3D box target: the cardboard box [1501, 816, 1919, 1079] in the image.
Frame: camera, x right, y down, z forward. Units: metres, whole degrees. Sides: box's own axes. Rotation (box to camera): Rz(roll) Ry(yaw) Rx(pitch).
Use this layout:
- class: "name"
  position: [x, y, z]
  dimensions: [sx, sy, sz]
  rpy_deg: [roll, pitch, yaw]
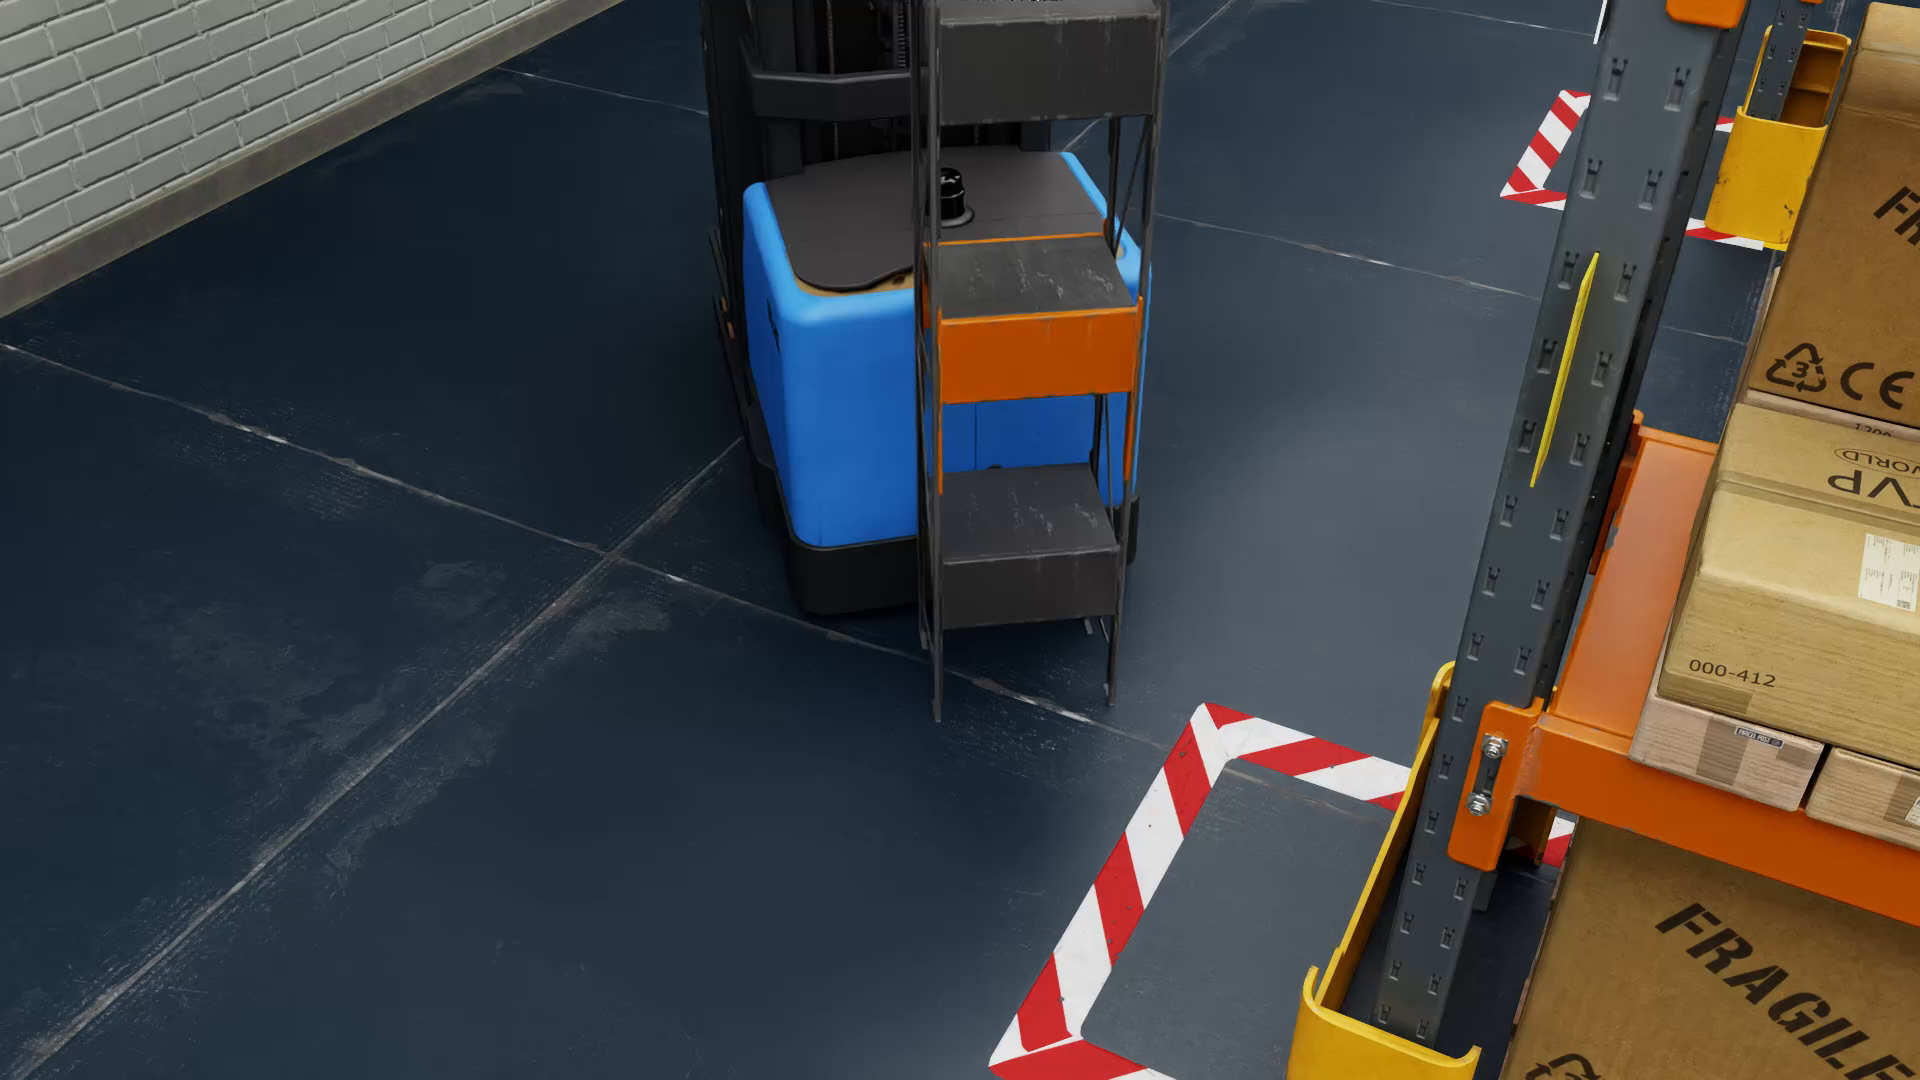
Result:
- class: "cardboard box"
  position: [1.697, 0.665, 3.303]
  dimensions: [0.875, 0.875, 0.875]
  rpy_deg: [17, 41, 21]

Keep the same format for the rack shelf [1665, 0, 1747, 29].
- class: "rack shelf"
  position: [2.868, -0.501, 1.544]
  dimensions: [4.000, 0.370, 1.077]
  rpy_deg: [17, 41, 21]

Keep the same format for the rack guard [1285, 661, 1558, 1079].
- class: "rack guard"
  position: [1.070, 0.840, 3.730]
  dimensions: [0.348, 0.500, 1.175]
  rpy_deg: [17, 41, 21]

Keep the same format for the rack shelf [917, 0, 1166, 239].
- class: "rack shelf"
  position: [0.160, -1.016, 3.716]
  dimensions: [0.480, 0.518, 0.431]
  rpy_deg: [-5, 37, -6]

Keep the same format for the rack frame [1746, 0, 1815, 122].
- class: "rack frame"
  position: [3.462, -2.784, 6.437]
  dimensions: [0.127, 3.000, 1.000]
  rpy_deg: [17, 41, 21]

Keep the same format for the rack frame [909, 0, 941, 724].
- class: "rack frame"
  position: [-0.084, -0.450, 4.104]
  dimensions: [0.015, 2.100, 0.400]
  rpy_deg: [-5, 37, -6]

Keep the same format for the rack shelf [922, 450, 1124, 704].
- class: "rack shelf"
  position: [0.156, 0.099, 4.562]
  dimensions: [0.480, 0.518, 0.431]
  rpy_deg: [-5, 37, -6]

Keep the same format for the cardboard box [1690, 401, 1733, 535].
- class: "cardboard box"
  position: [1.559, -0.127, 3.144]
  dimensions: [0.250, 0.149, 0.380]
  rpy_deg: [18, 41, 22]

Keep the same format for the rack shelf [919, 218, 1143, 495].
- class: "rack shelf"
  position: [0.158, -0.459, 4.139]
  dimensions: [0.480, 0.518, 0.431]
  rpy_deg: [-5, 37, -6]

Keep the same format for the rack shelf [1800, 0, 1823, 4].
- class: "rack shelf"
  position: [5.238, -1.941, 5.922]
  dimensions: [4.000, 0.370, 1.077]
  rpy_deg: [17, 41, 21]

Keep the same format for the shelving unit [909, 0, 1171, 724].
- class: "shelving unit"
  position: [0.158, -0.469, 4.131]
  dimensions: [0.503, 2.100, 0.431]
  rpy_deg: [-5, 37, -6]

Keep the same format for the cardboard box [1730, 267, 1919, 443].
- class: "cardboard box"
  position: [1.644, -0.216, 2.931]
  dimensions: [0.500, 0.250, 0.500]
  rpy_deg: [17, 40, 21]

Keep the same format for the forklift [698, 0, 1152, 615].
- class: "forklift"
  position: [-0.302, -1.842, 5.253]
  dimensions: [1.130, 2.935, 3.031]
  rpy_deg: [-8, 38, -11]

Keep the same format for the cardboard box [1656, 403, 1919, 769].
- class: "cardboard box"
  position: [1.394, 0.070, 2.554]
  dimensions: [0.500, 0.250, 0.500]
  rpy_deg: [16, 40, 20]

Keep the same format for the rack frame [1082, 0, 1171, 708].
- class: "rack frame"
  position: [0.399, -0.489, 4.157]
  dimensions: [0.015, 2.100, 0.400]
  rpy_deg: [-5, 37, -6]

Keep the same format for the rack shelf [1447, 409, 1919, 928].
- class: "rack shelf"
  position: [2.868, 0.693, 2.451]
  dimensions: [4.000, 0.370, 1.077]
  rpy_deg: [17, 41, 21]

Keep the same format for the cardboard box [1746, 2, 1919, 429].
- class: "cardboard box"
  position: [1.645, -0.512, 2.702]
  dimensions: [0.500, 0.500, 0.500]
  rpy_deg: [18, 41, 22]

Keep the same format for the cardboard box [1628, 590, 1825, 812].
- class: "cardboard box"
  position: [1.255, 0.227, 2.678]
  dimensions: [0.250, 0.149, 0.380]
  rpy_deg: [18, 41, 22]

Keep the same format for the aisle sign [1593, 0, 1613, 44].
- class: "aisle sign"
  position: [0.890, -1.044, 1.994]
  dimensions: [0.004, 0.787, 0.394]
  rpy_deg: [17, 41, 21]

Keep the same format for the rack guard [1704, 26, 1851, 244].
- class: "rack guard"
  position: [3.530, -1.767, 7.165]
  dimensions: [0.348, 0.500, 1.175]
  rpy_deg: [17, 41, 21]

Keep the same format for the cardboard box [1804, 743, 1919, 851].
- class: "cardboard box"
  position: [1.484, 0.297, 2.585]
  dimensions: [0.250, 0.149, 0.380]
  rpy_deg: [17, 40, 21]

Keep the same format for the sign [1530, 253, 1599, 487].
- class: "sign"
  position: [0.831, -0.229, 2.290]
  dimensions: [0.005, 0.325, 0.100]
  rpy_deg: [17, 41, 21]

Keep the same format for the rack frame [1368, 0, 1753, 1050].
- class: "rack frame"
  position: [1.092, -0.149, 2.966]
  dimensions: [0.127, 3.000, 1.000]
  rpy_deg: [17, 41, 21]

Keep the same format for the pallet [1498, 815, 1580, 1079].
- class: "pallet"
  position: [1.838, 1.142, 3.571]
  dimensions: [1.213, 0.211, 1.003]
  rpy_deg: [17, 41, 21]
